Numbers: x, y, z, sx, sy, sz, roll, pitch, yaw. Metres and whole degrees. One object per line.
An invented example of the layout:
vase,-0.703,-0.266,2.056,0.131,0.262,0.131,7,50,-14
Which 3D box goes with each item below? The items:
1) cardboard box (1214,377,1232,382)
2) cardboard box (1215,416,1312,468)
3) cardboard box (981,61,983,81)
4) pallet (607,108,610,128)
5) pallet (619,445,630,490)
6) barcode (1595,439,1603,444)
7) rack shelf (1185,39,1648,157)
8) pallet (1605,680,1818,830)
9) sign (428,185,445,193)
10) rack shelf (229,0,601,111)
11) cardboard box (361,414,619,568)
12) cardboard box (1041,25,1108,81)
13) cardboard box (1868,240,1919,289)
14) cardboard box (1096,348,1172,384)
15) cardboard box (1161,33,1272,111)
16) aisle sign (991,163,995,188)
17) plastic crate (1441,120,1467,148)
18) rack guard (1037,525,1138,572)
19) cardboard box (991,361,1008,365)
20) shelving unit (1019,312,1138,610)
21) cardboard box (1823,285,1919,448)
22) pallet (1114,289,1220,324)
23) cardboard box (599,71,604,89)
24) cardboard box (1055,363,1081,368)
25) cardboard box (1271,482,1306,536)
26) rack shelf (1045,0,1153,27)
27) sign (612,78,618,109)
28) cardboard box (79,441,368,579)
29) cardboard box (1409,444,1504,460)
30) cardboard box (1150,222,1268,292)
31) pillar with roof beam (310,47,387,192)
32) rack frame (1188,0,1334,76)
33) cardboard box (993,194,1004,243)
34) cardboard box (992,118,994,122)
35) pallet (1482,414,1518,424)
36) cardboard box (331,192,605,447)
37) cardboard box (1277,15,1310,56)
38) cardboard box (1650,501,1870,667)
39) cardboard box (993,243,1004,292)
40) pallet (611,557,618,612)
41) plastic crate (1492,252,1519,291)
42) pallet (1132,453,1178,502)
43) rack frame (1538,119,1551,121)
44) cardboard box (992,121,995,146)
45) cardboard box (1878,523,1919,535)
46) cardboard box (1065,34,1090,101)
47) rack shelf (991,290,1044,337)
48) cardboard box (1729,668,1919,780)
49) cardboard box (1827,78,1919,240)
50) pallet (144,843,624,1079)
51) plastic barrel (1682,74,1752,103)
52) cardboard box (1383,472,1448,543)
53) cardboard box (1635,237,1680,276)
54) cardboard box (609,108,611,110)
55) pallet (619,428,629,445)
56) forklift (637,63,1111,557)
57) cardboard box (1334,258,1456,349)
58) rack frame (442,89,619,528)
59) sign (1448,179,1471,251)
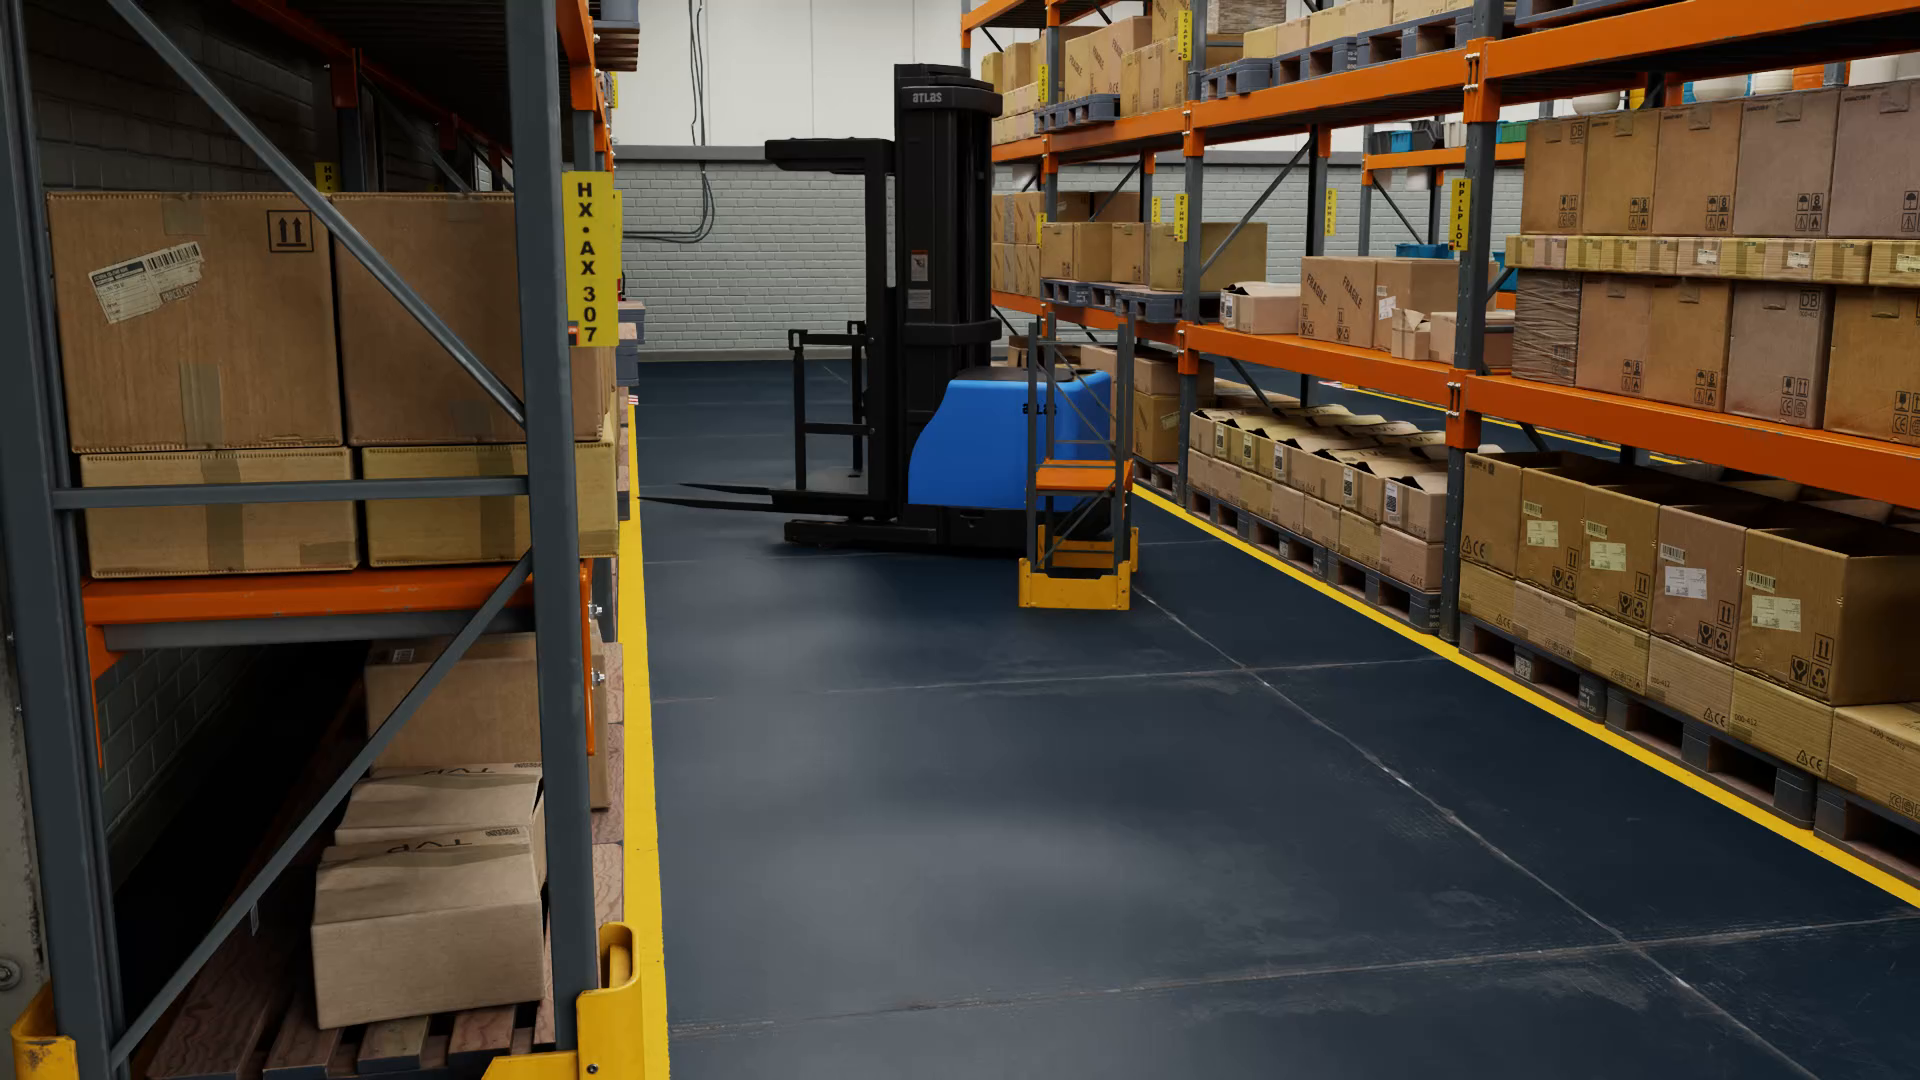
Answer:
cardboard box,1.956,-1.097,13.946,0.500,0.500,0.500,-3,11,-13
cardboard box,1.995,-0.660,10.871,0.500,0.311,0.500,-2,11,-12
cardboard box,0.631,-5.119,18.605,0.700,0.500,0.500,-2,11,-11
pallet,-3.715,-3.865,15.194,1.003,0.211,1.213,-2,11,-11
pallet,-3.101,-0.551,13.029,1.003,0.211,1.213,-2,11,-11
barcode,3.207,-0.520,8.345,0.001,0.075,0.075,-2,11,-11
rack shelf,2.460,-2.485,9.631,1.077,0.370,4.000,-2,11,-11
pallet,3.203,0.744,6.225,1.003,0.211,1.213,-2,11,-11
sign,-3.332,-2.099,10.603,0.100,0.325,0.005,-2,11,-11
rack shelf,-1.621,-1.570,4.826,1.077,0.370,4.000,-2,11,-11
cardboard box,-1.015,-0.121,3.655,0.500,0.250,0.500,-2,11,-13
cardboard box,1.161,-4.567,15.703,0.700,0.500,0.500,-2,11,-11
cardboard box,3.165,-0.884,5.318,0.380,0.149,0.250,-2,11,-9
cardboard box,1.440,-1.449,13.788,0.500,0.250,0.500,-2,11,-12
cardboard box,1.953,-3.333,11.895,0.910,0.500,0.500,-2,11,-11
aisle sign,0.213,-4.478,19.246,0.394,0.787,0.004,-2,11,-11
plastic crate,5.502,-4.376,17.959,0.437,0.282,0.530,-2,11,-11
rack guard,0.750,0.048,9.774,0.587,0.250,0.087,2,11,8
cardboard box,0.439,-1.862,18.636,0.500,0.250,0.500,-2,11,-11
shelving unit,0.678,-0.473,9.173,0.587,1.500,1.083,2,11,8
cardboard box,3.351,-0.587,5.490,0.700,0.500,0.500,-2,11,-11
pallet,1.870,-1.759,12.429,1.213,0.211,1.003,-2,11,-11
cardboard box,-2.383,-2.868,9.905,0.500,0.311,0.500,-2,11,-11
cardboard box,1.148,-1.356,15.305,0.500,0.500,0.500,-3,11,-14
cardboard box,2.189,-0.199,9.950,0.500,0.250,0.500,-2,11,-10
rack shelf,1.682,-4.495,13.242,1.077,0.370,4.000,-2,11,-11
sign,-3.809,-4.905,18.264,0.100,0.325,0.005,-2,11,-11
cardboard box,-1.513,-0.098,3.538,0.500,0.250,0.500,-2,11,-10
cardboard box,2.818,-0.401,9.510,0.500,0.311,0.500,-2,11,-13
cardboard box,1.838,-2.098,12.308,0.700,0.500,0.500,-6,12,-30
pillar with roof beam,0.839,-4.384,9.665,9.100,9.000,0.400,-2,11,-11
rack frame,2.071,-4.679,11.210,1.000,3.000,0.127,-2,11,-11
cardboard box,0.644,-3.367,17.424,0.500,0.500,0.500,-2,11,-12
cardboard box,0.553,-4.557,17.658,0.500,0.250,0.500,-2,11,-11
pallet,5.971,-1.408,17.530,1.003,0.211,1.213,-2,11,-11
cardboard box,-1.030,-0.486,3.572,0.500,0.500,0.500,-2,11,-11
cardboard box,2.334,-3.161,10.537,0.500,0.250,0.500,-2,11,-9
cardboard box,2.925,0.150,6.113,0.500,0.500,0.500,-2,11,-11
cardboard box,0.638,-2.879,17.530,0.500,0.500,0.500,-2,11,-10
pallet,-2.403,0.186,9.155,1.003,0.211,1.213,-2,11,-11
plastic crate,5.727,-2.739,16.949,0.392,0.384,0.575,-2,11,-11
pallet,1.962,-0.500,12.758,1.003,0.211,1.213,-2,11,-11
rack frame,6.152,-2.645,16.568,1.000,3.000,0.127,-2,11,-11
cardboard box,0.549,-4.311,17.704,0.500,0.250,0.500,-2,11,-11
cardboard box,3.531,0.223,5.730,0.500,0.500,0.500,-2,11,-11
cardboard box,1.318,-4.148,14.787,0.600,0.600,0.600,-3,11,-16
rack shelf,0.904,-2.478,17.620,1.077,0.370,4.000,-2,11,-11
cardboard box,3.024,0.610,5.701,0.500,0.250,0.500,-2,11,-11
cardboard box,3.332,-1.235,5.426,0.700,0.500,0.500,-2,11,-11
pallet,-1.370,1.122,4.236,1.003,0.211,1.213,-2,11,-11
plastic barrel,6.634,-4.263,14.586,0.600,0.901,0.708,-2,11,-11
cardboard box,2.489,-0.193,8.417,0.500,0.311,0.500,-2,11,-11
cardboard box,2.911,-1.122,6.566,0.380,0.149,0.250,-2,11,-13
cardboard box,-3.527,-4.170,15.570,0.500,0.250,0.500,-2,11,-12
pallet,-3.342,-0.776,14.207,1.003,0.211,1.213,-2,11,-11
forklift,-0.594,-1.475,10.609,3.031,2.935,1.130,3,11,17
cardboard box,2.515,-1.377,9.641,0.500,0.500,0.500,-2,11,-11
rack frame,-2.788,-1.551,10.821,1.000,3.000,0.127,-2,11,-11
sign,2.318,-1.506,7.703,0.100,0.325,0.005,-2,11,-11
